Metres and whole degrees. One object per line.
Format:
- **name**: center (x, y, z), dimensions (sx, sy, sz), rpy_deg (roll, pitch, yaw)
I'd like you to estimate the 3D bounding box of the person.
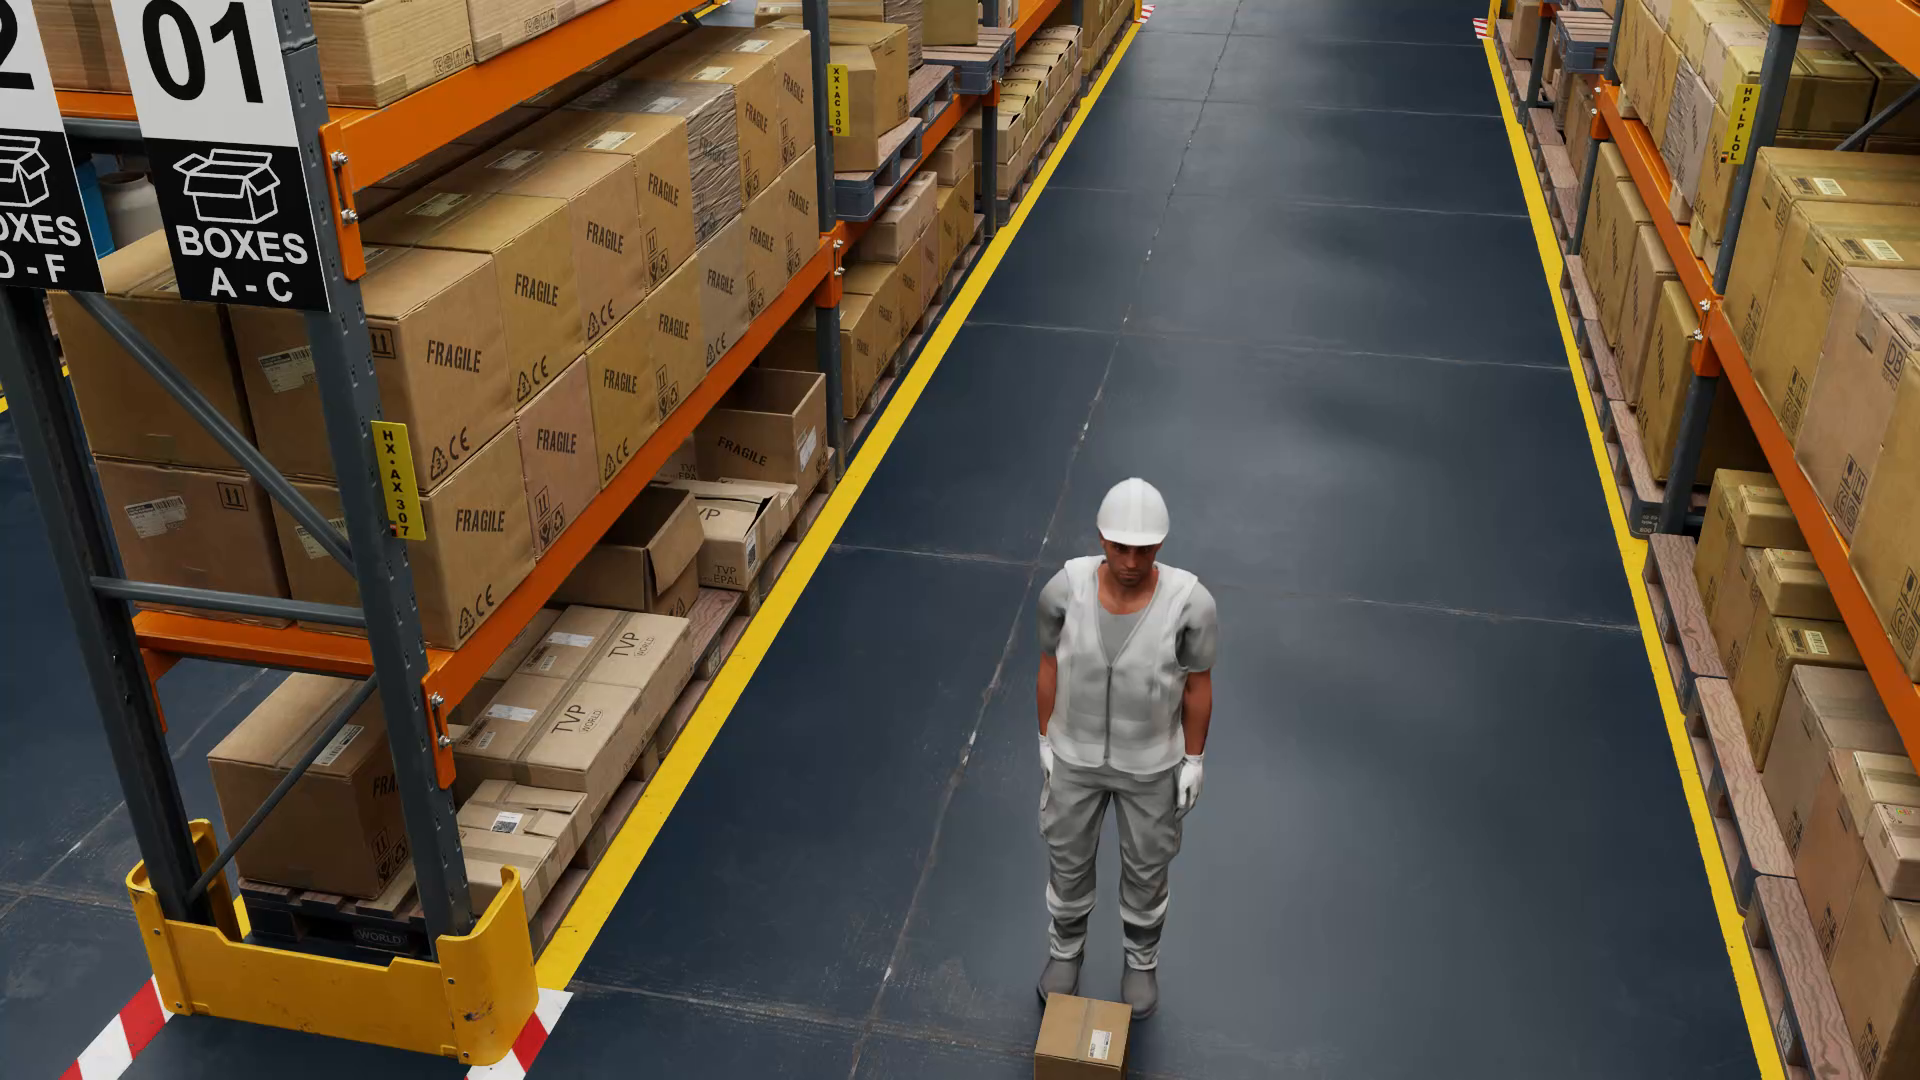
- **person**: center (0.468, 0.641, 4.932), dimensions (0.525, 1.794, 0.345), rpy_deg (7, 29, 12)
